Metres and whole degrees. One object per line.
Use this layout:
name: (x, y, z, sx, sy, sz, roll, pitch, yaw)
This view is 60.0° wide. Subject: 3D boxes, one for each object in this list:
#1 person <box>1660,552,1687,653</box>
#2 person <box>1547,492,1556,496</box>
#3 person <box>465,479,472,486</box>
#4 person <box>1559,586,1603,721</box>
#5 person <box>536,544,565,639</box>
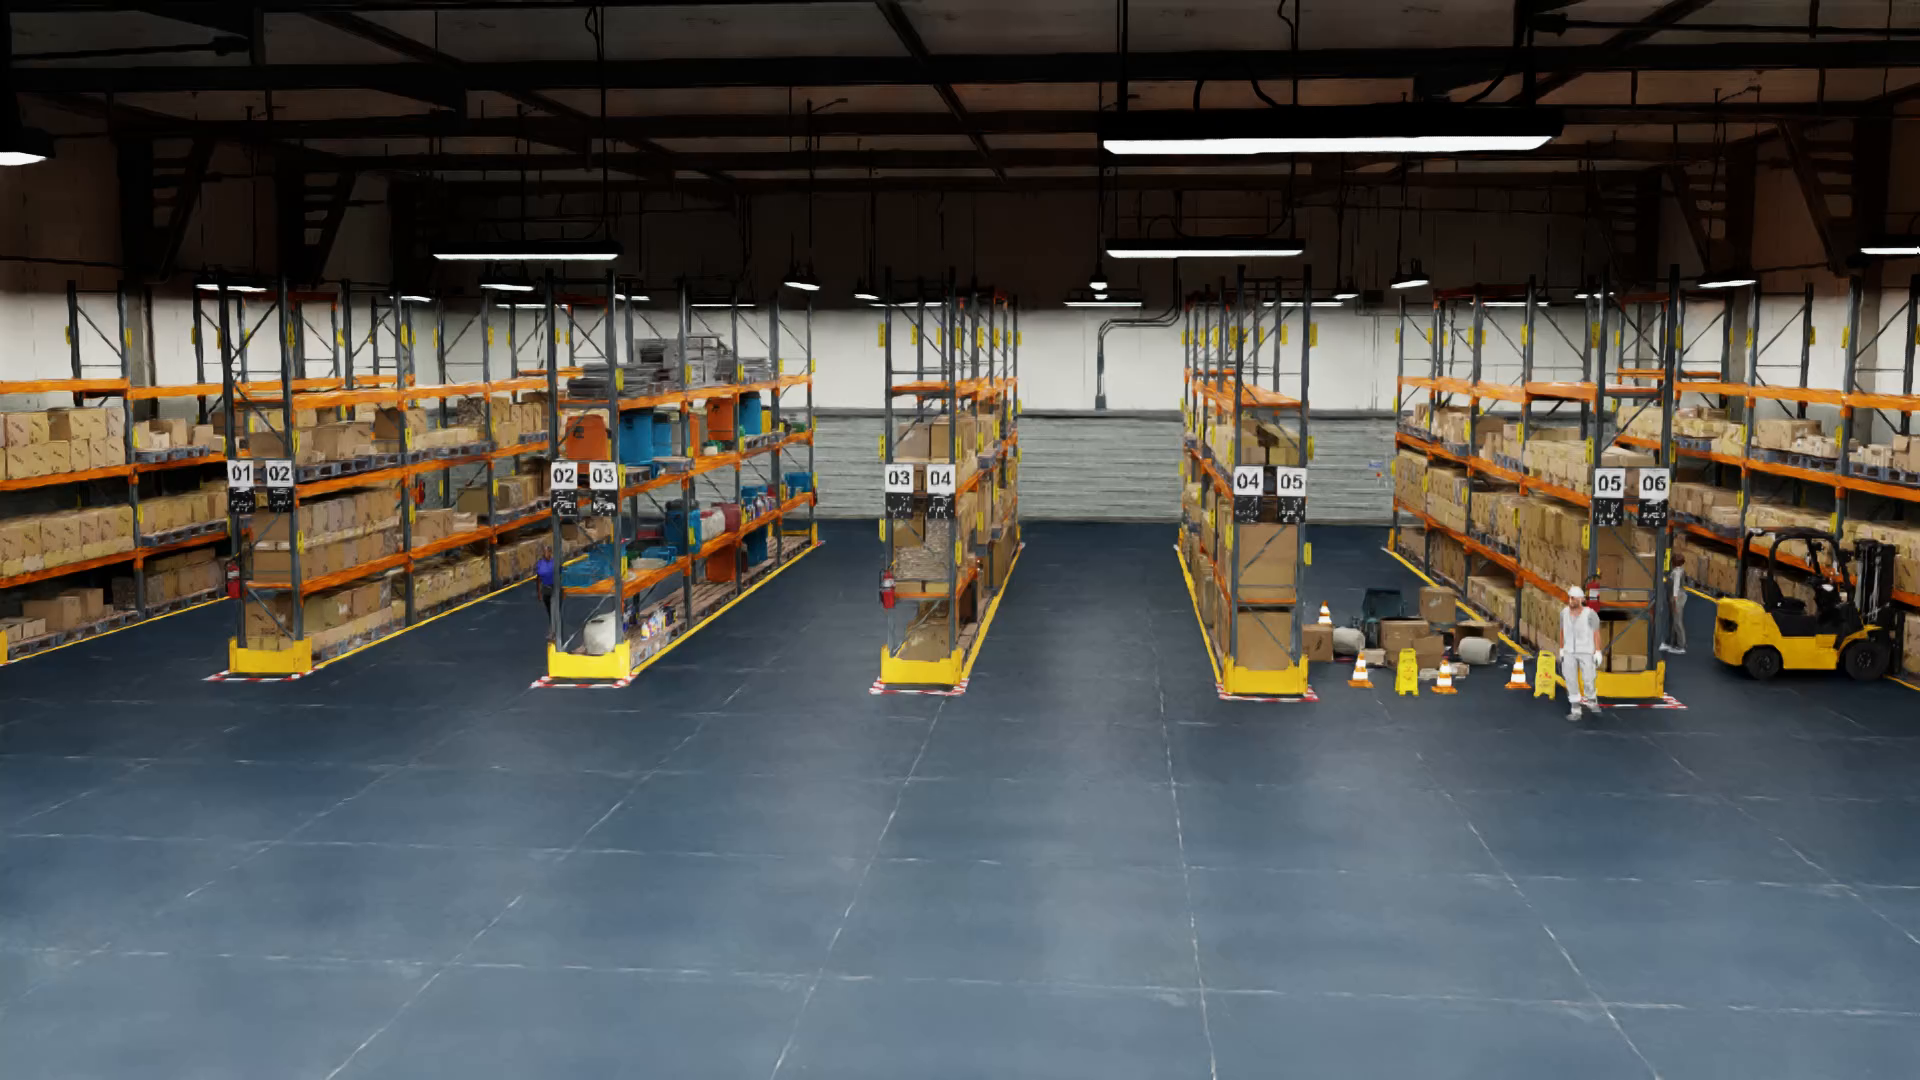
person: (11.404, 0.982, 26.580, 0.493, 1.596, 0.509, 4, 8, 31)
person: (12.766, -0.254, 35.975, 0.591, 1.763, 0.685, 4, 8, 27)
person: (-11.970, -0.717, 40.664, 0.608, 1.596, 0.514, 0, 7, 3)
person: (8.166, 1.478, 21.856, 0.585, 1.777, 0.577, 6, 9, 40)
person: (-6.865, 0.834, 27.806, 0.447, 1.574, 1.087, 1, 7, 7)
